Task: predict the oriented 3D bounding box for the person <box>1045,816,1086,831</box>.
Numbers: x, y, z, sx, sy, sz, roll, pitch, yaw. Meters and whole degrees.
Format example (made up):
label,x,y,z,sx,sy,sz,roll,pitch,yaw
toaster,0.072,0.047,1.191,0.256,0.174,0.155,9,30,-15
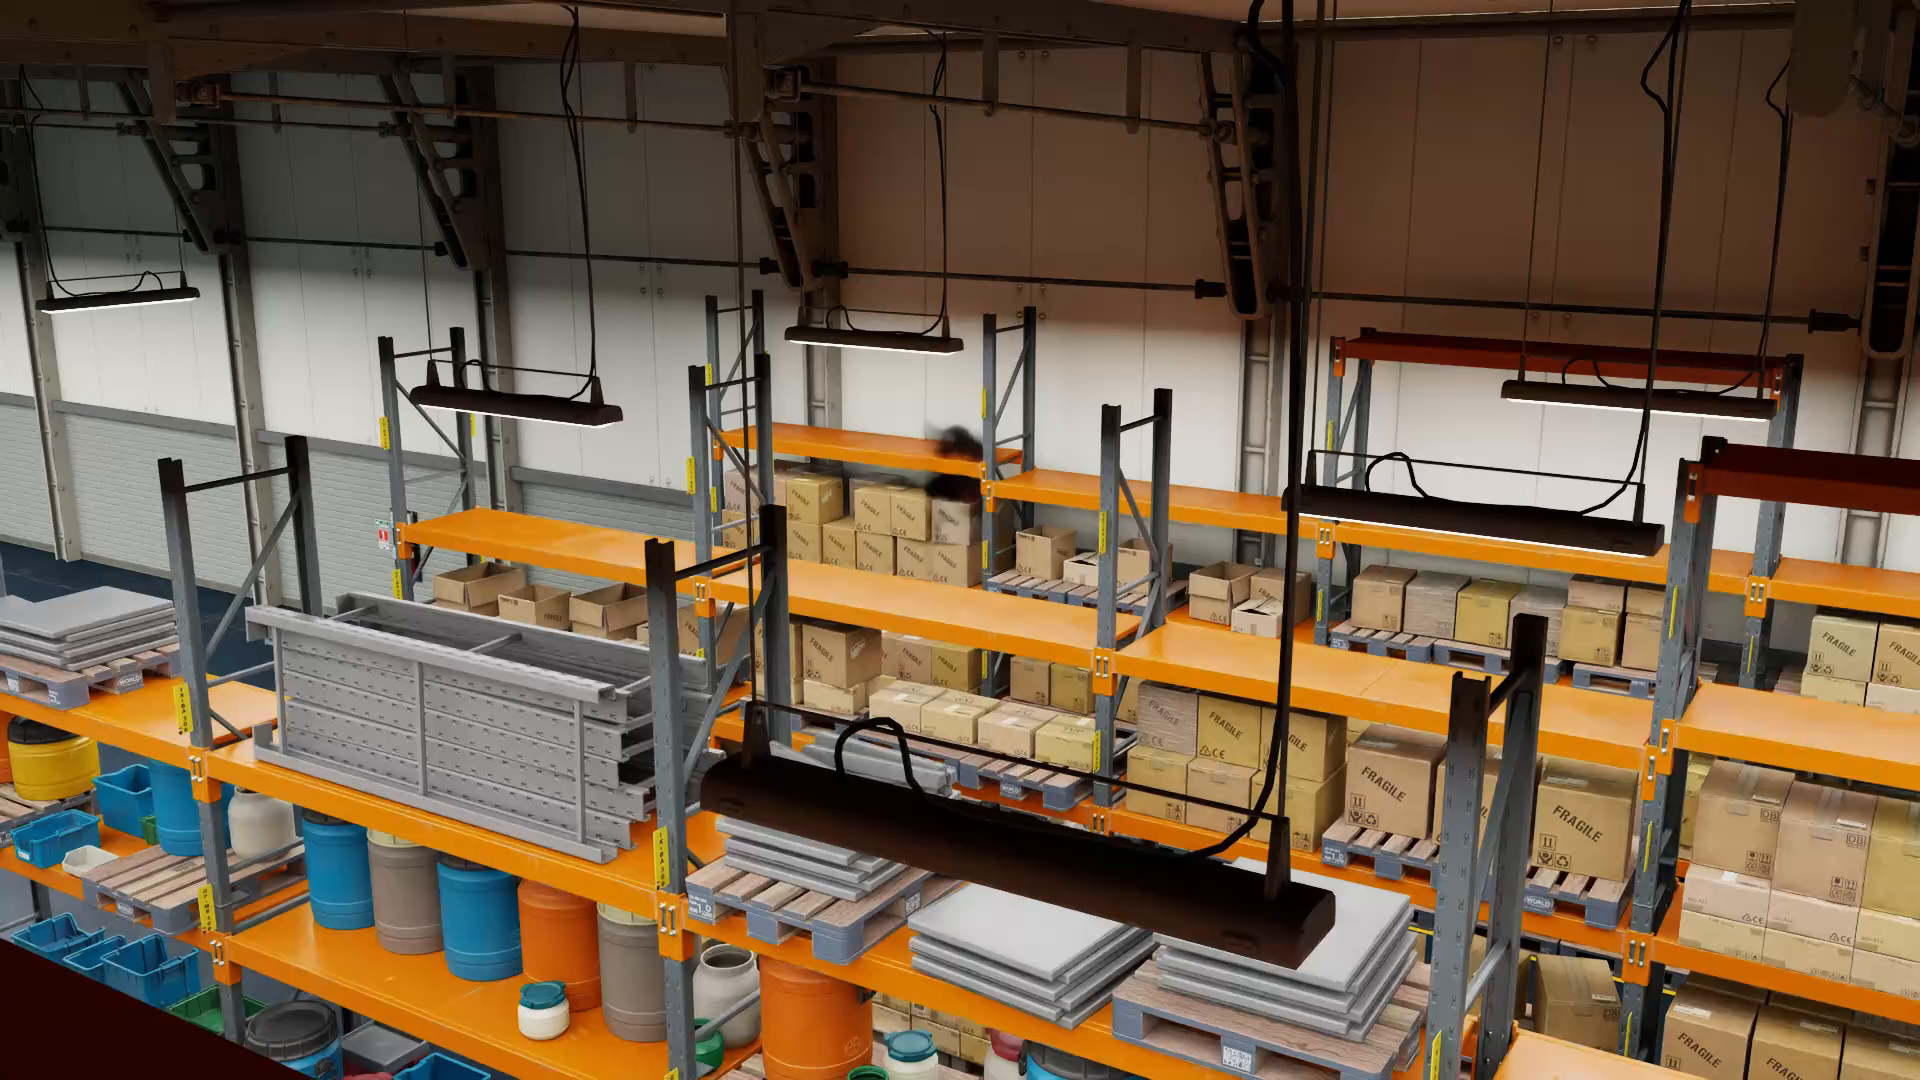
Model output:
label,x,y,z,sx,sy,sz,roll,pitch,yaw
person,1.073,3.049,16.427,0.528,1.620,0.614,6,15,25
